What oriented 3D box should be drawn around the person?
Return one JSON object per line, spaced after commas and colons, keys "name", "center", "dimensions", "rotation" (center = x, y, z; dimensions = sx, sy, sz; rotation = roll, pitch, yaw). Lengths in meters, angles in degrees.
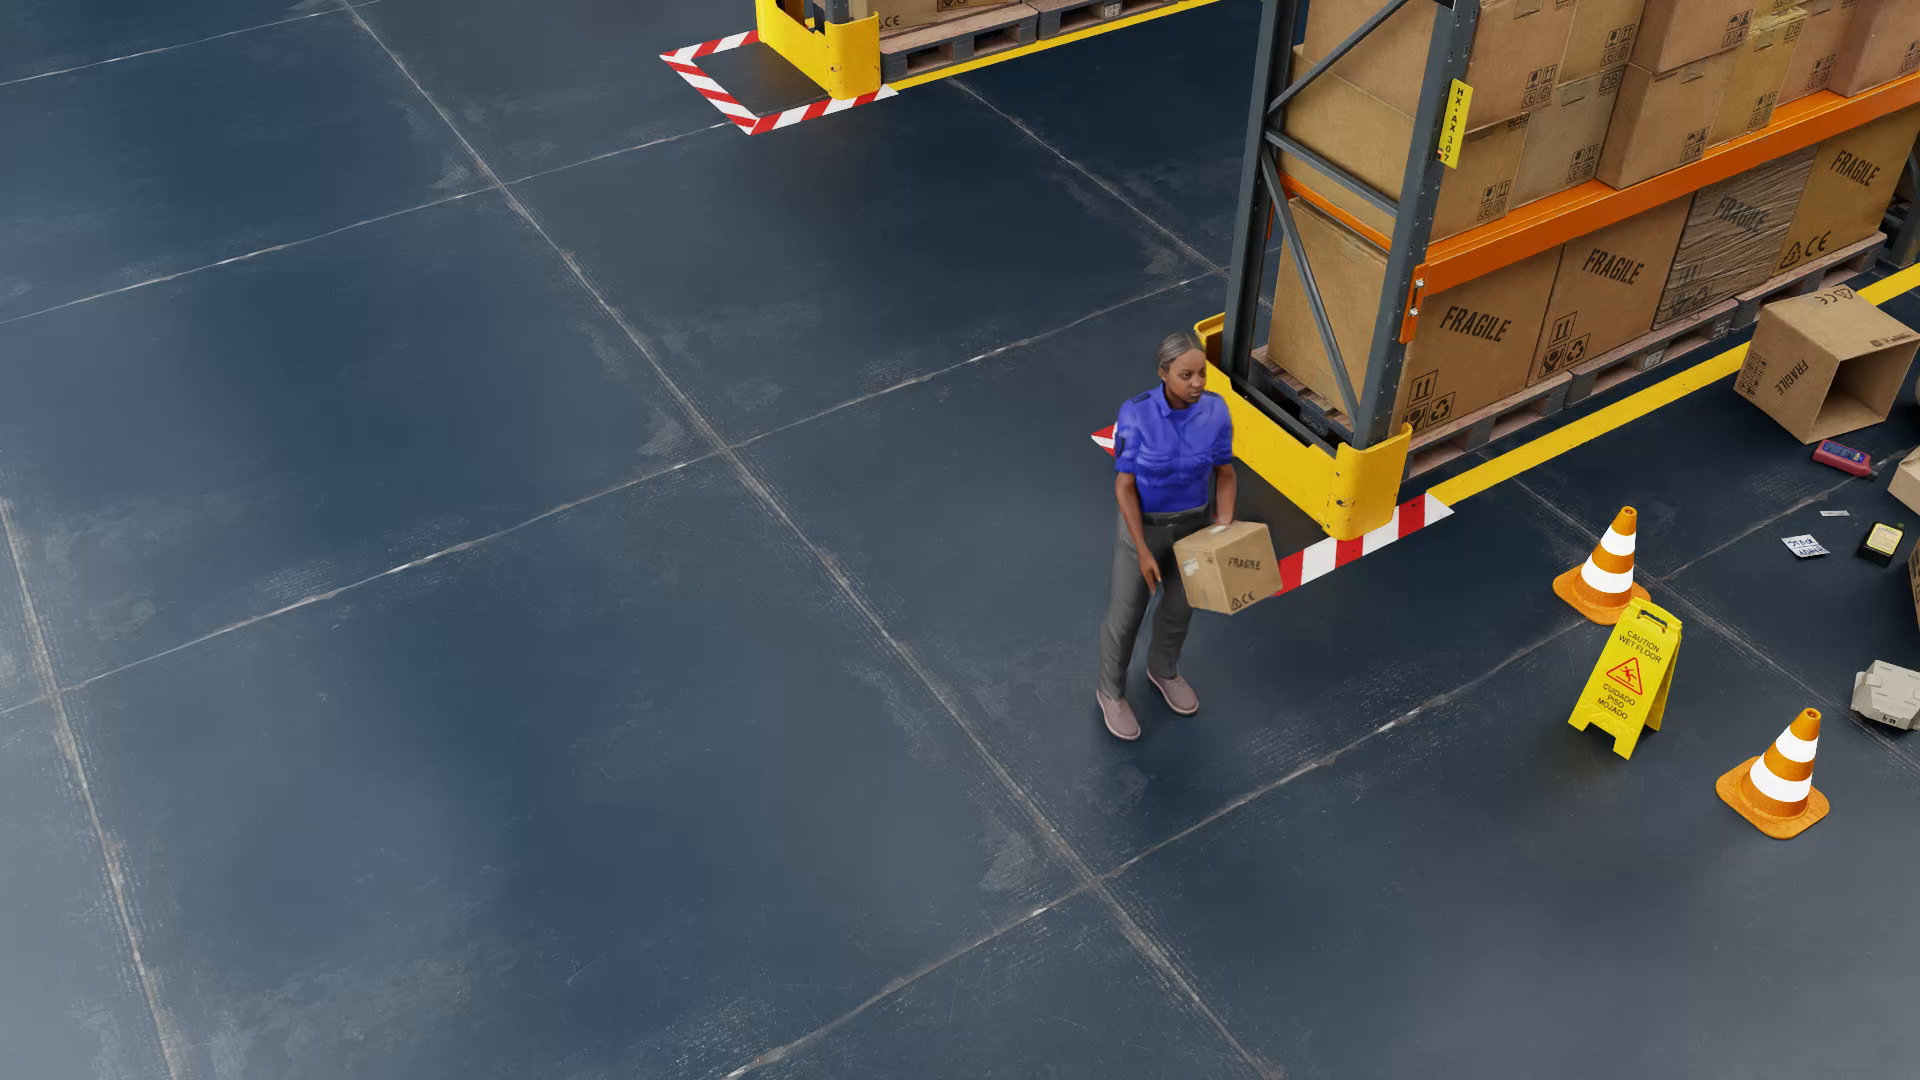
{"name": "person", "center": [0.783, 0.006, 6.152], "dimensions": [0.475, 1.657, 0.475], "rotation": [-8, 42, -9]}
